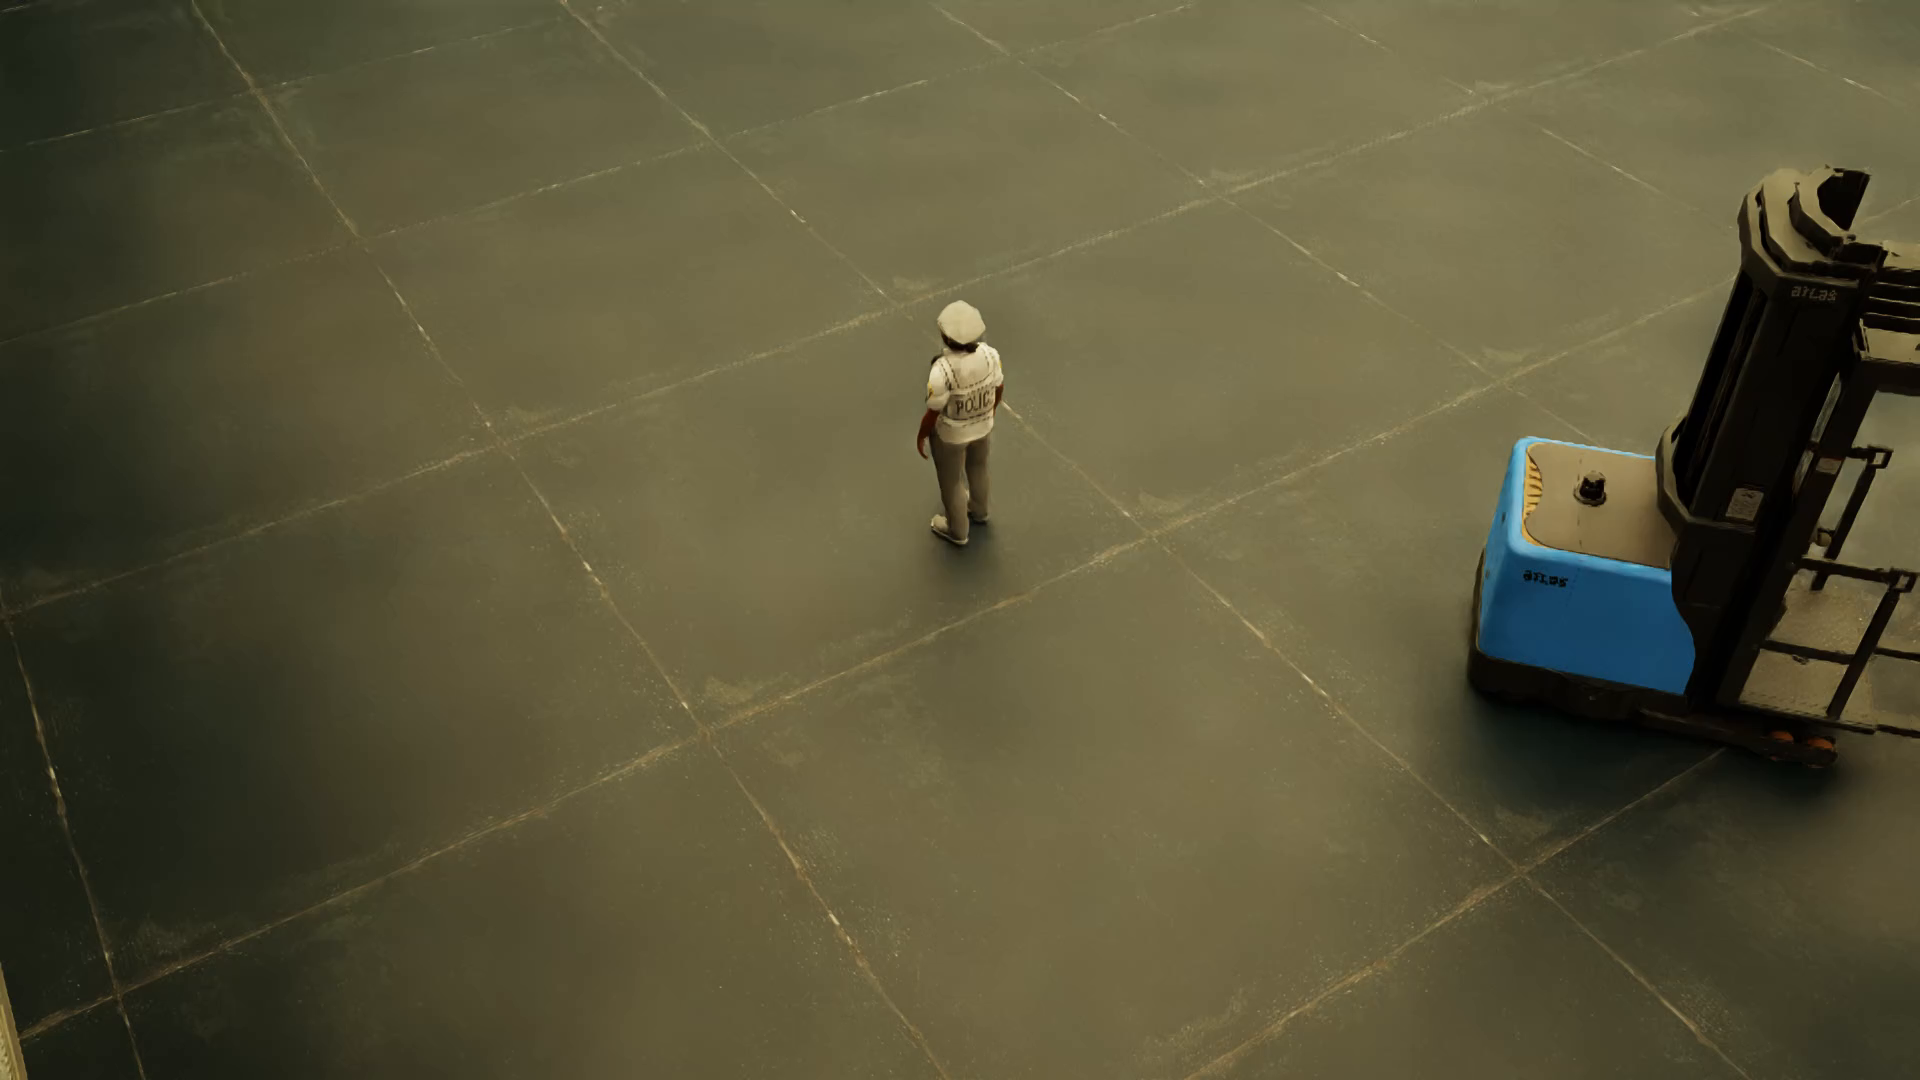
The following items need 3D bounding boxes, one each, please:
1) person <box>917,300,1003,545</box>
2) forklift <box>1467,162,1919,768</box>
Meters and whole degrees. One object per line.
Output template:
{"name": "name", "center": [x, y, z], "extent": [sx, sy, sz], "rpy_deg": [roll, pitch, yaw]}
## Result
{"name": "person", "center": [-0.024, -0.692, 9.591], "extent": [0.570, 1.695, 0.529], "rpy_deg": [-23, 46, -24]}
{"name": "forklift", "center": [4.360, -0.299, 8.213], "extent": [3.031, 2.935, 1.130], "rpy_deg": [11, 42, 12]}
